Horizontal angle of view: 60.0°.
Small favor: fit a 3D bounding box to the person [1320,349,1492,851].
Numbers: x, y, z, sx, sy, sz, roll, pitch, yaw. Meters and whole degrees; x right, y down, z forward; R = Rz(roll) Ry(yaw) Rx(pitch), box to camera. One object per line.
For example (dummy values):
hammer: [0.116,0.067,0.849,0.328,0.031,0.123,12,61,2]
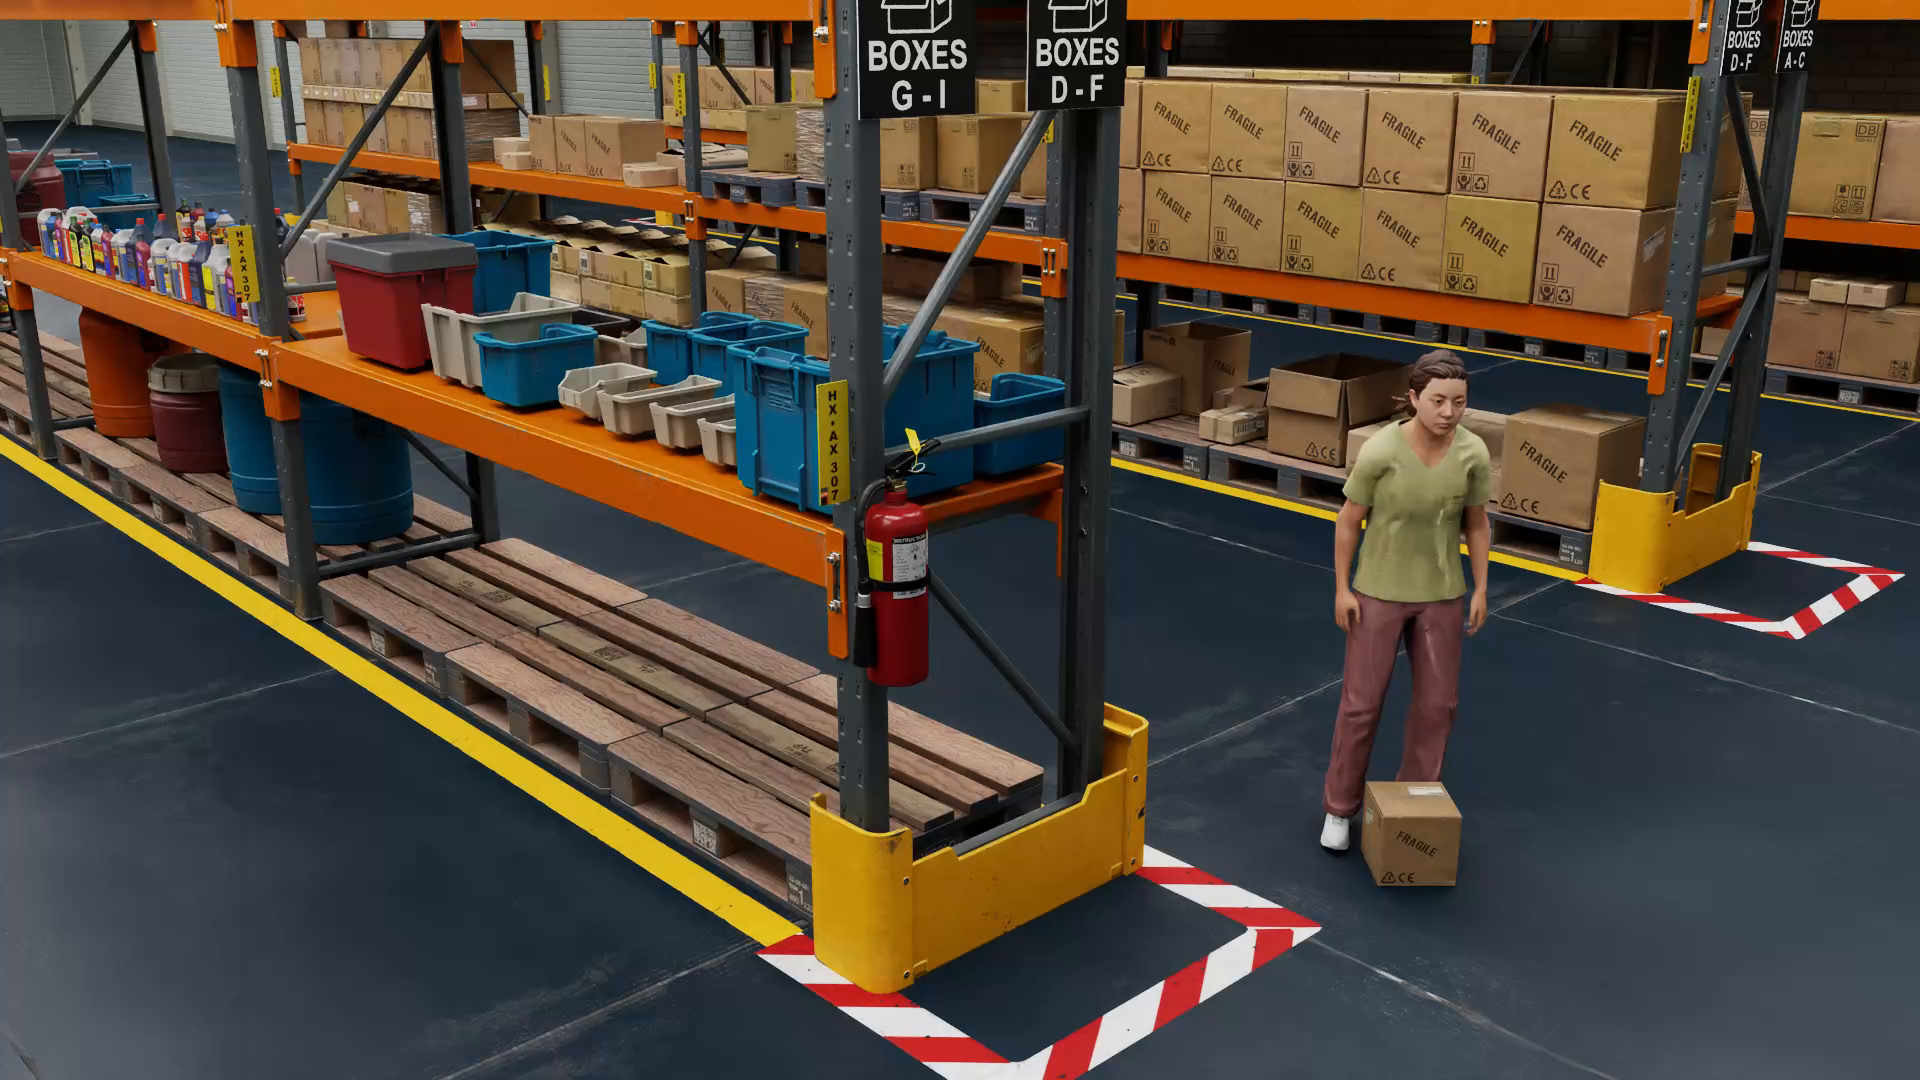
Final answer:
person: [1.466,0.209,5.418,0.517,1.652,0.354,0,17,-1]
